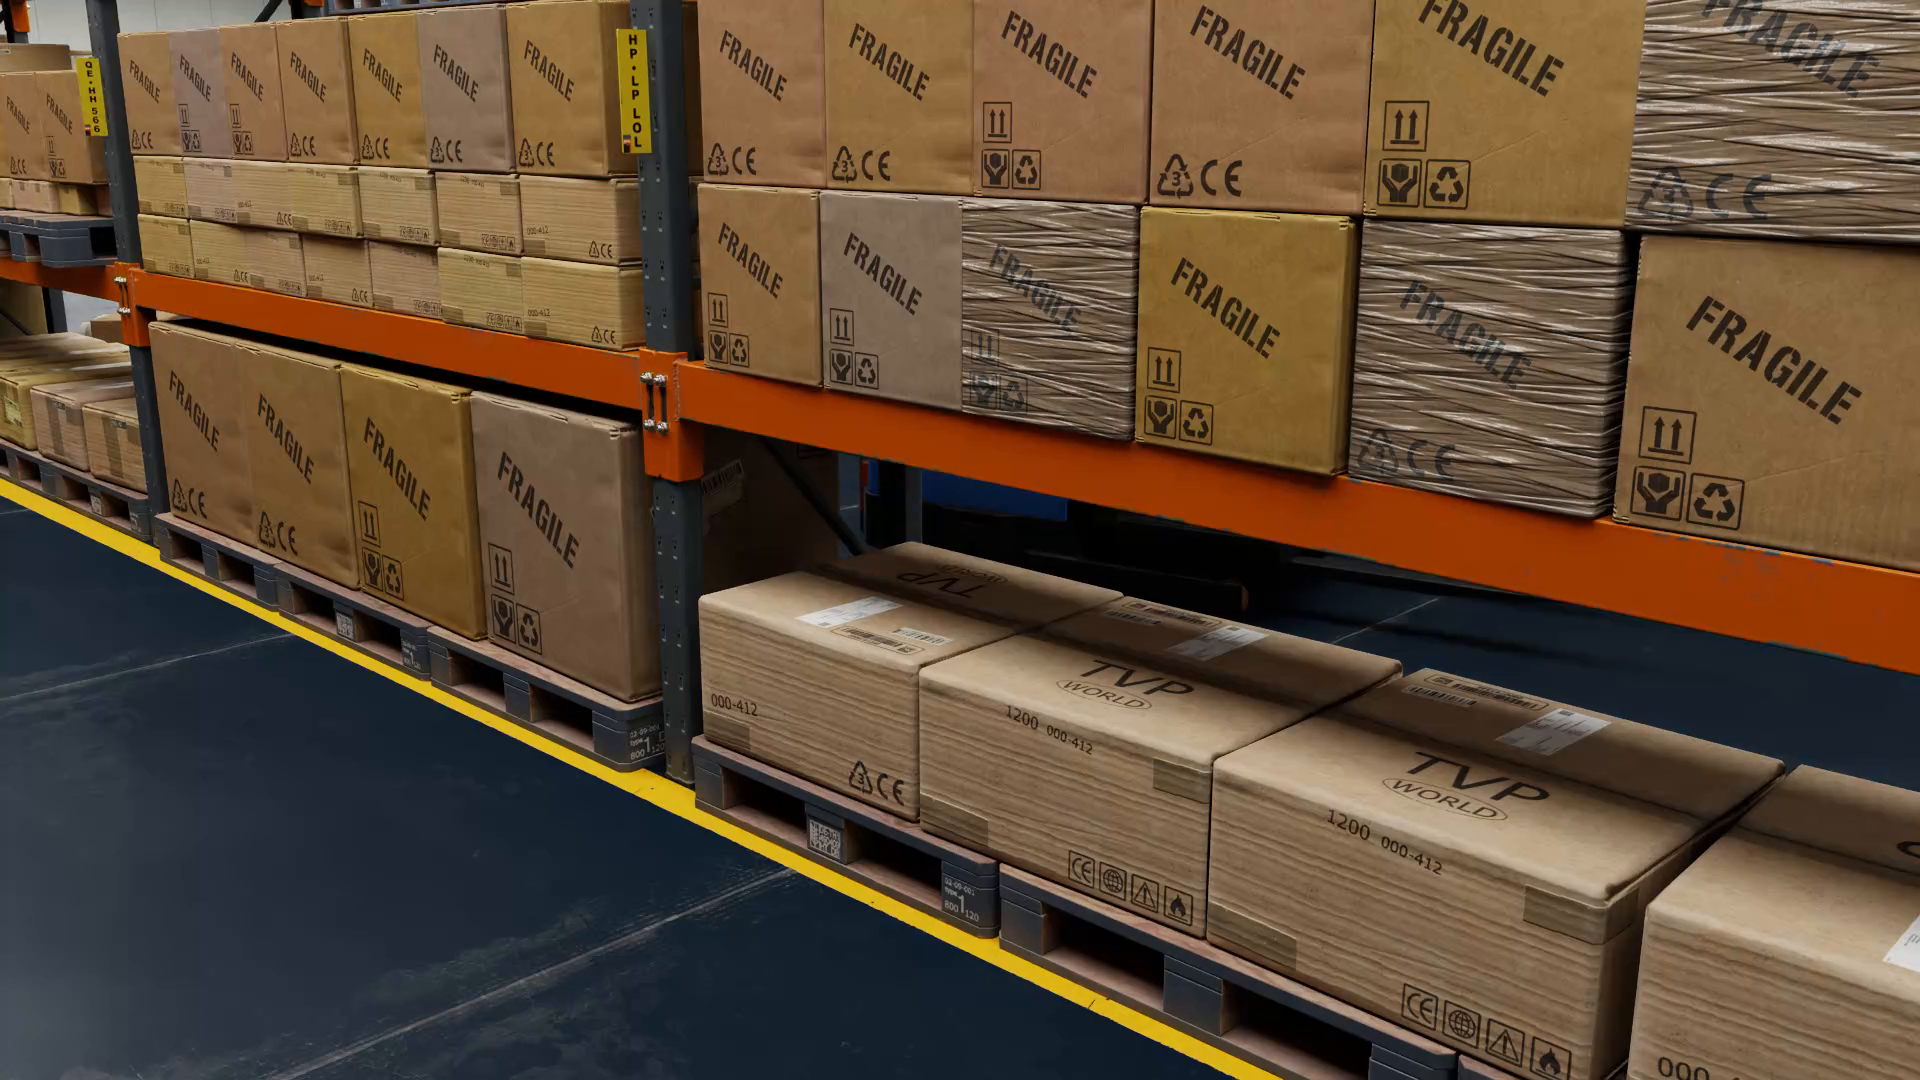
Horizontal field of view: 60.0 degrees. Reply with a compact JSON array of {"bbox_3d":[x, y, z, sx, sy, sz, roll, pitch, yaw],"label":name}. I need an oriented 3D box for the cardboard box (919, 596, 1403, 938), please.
[{"bbox_3d":[0.508,0.523,4.224,0.875,0.438,0.875,13,19,41],"label":"cardboard box"}]

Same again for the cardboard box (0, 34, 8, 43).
[{"bbox_3d":[-6.440,-2.992,10.695,0.500,0.500,0.700,13,20,42],"label":"cardboard box"}]

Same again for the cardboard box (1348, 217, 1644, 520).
[{"bbox_3d":[1.106,-0.363,3.178,0.500,0.500,0.500,-14,20,-43],"label":"cardboard box"}]

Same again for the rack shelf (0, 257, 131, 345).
[{"bbox_3d":[-4.834,-1.501,9.172,4.000,0.370,1.077,14,20,42],"label":"rack shelf"}]

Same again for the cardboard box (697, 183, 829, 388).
[{"bbox_3d":[-0.359,-0.718,4.541,0.500,0.500,0.500,-14,20,-42],"label":"cardboard box"}]

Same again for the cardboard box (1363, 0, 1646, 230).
[{"bbox_3d":[1.102,-0.846,3.049,0.500,0.500,0.500,14,20,42],"label":"cardboard box"}]

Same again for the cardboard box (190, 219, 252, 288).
[{"bbox_3d":[-2.835,-1.209,6.920,0.500,0.250,0.500,13,19,41],"label":"cardboard box"}]

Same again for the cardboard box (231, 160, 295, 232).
[{"bbox_3d":[-2.479,-1.355,6.490,0.500,0.250,0.500,14,20,42],"label":"cardboard box"}]

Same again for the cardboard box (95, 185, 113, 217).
[{"bbox_3d":[-3.794,-1.596,7.773,0.380,0.149,0.250,-14,20,-42],"label":"cardboard box"}]

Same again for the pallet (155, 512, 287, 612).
[{"bbox_3d":[-2.879,0.002,7.507,1.213,0.211,1.003,14,20,42],"label":"pallet"}]

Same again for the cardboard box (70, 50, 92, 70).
[{"bbox_3d":[-5.066,-2.707,9.465,0.250,0.149,0.380,13,19,40],"label":"cardboard box"}]

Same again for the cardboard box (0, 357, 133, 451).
[{"bbox_3d":[-4.873,-0.793,9.406,0.950,0.372,0.625,-14,20,-42],"label":"cardboard box"}]

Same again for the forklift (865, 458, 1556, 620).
[{"bbox_3d":[1.097,-1.248,6.907,3.031,2.935,1.130,9,17,30],"label":"forklift"}]

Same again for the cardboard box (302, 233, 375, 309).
[{"bbox_3d":[-2.103,-1.030,6.235,0.500,0.250,0.500,14,20,42],"label":"cardboard box"}]

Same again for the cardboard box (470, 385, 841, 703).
[{"bbox_3d":[-1.017,-0.068,5.627,0.875,0.875,0.875,-14,20,-42],"label":"cardboard box"}]

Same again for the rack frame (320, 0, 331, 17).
[{"bbox_3d":[-5.790,-3.816,16.627,0.127,3.000,1.000,14,20,42],"label":"rack frame"}]

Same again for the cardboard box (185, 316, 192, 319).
[{"bbox_3d":[-6.132,-1.844,14.010,0.637,0.503,0.797,1,15,4],"label":"cardboard box"}]

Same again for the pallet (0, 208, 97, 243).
[{"bbox_3d":[-4.848,-1.746,9.063,1.213,0.211,1.003,14,20,42],"label":"pallet"}]

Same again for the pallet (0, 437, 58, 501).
[{"bbox_3d":[-4.830,-0.501,9.435,1.213,0.211,1.003,14,20,42],"label":"pallet"}]

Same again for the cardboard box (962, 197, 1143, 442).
[{"bbox_3d":[0.354,-0.541,3.861,0.500,0.500,0.500,14,20,43],"label":"cardboard box"}]

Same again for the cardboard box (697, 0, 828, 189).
[{"bbox_3d":[-0.340,-1.204,4.424,0.500,0.500,0.500,14,20,43],"label":"cardboard box"}]

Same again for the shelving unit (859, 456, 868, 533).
[{"bbox_3d":[-0.324,-0.548,7.952,0.252,1.050,0.215,9,17,30],"label":"shelving unit"}]

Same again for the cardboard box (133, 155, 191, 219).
[{"bbox_3d":[-3.201,-1.535,7.181,0.500,0.250,0.500,13,20,42],"label":"cardboard box"}]

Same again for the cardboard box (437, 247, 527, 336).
[{"bbox_3d":[-1.378,-0.849,5.539,0.500,0.250,0.500,13,20,41],"label":"cardboard box"}]

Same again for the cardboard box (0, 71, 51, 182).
[{"bbox_3d":[-4.294,-2.013,8.086,0.500,0.500,0.500,13,20,41],"label":"cardboard box"}]

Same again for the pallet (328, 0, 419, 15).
[{"bbox_3d":[-5.249,-5.096,15.769,1.213,0.211,1.003,14,20,42],"label":"pallet"}]

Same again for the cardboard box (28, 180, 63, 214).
[{"bbox_3d":[-4.249,-1.666,8.040,0.250,0.149,0.380,13,20,42],"label":"cardboard box"}]

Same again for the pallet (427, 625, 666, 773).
[{"bbox_3d":[-1.123,0.429,5.868,1.213,0.211,1.003,14,20,42],"label":"pallet"}]

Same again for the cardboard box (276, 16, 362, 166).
[{"bbox_3d":[-2.123,-1.634,6.071,0.500,0.500,0.500,14,20,43],"label":"cardboard box"}]

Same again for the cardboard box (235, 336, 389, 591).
[{"bbox_3d":[-2.316,-0.382,6.829,0.875,0.875,0.875,14,20,43],"label":"cardboard box"}]

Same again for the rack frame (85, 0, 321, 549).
[{"bbox_3d":[-3.394,-1.499,7.738,0.127,3.000,1.000,14,20,42],"label":"rack frame"}]

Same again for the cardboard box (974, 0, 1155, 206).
[{"bbox_3d":[0.380,-1.023,3.728,0.500,0.500,0.500,-14,20,-43],"label":"cardboard box"}]

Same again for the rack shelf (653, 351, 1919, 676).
[{"bbox_3d":[0.925,-0.101,3.798,4.000,0.370,1.077,14,20,42],"label":"rack shelf"}]

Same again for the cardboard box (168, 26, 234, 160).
[{"bbox_3d":[-2.845,-1.816,6.771,0.500,0.500,0.500,14,20,42],"label":"cardboard box"}]

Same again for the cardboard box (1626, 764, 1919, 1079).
[{"bbox_3d":[1.820,0.840,3.008,0.875,0.438,0.875,13,19,40],"label":"cardboard box"}]

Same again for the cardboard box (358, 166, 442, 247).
[{"bbox_3d":[-1.743,-1.177,5.808,0.500,0.250,0.500,-14,20,-43],"label":"cardboard box"}]

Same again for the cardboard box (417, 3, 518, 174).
[{"bbox_3d":[-1.388,-1.453,5.380,0.500,0.500,0.500,-14,20,-43],"label":"cardboard box"}]

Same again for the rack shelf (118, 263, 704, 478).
[{"bbox_3d":[-1.955,-0.801,6.485,4.000,0.370,1.077,14,20,42],"label":"rack shelf"}]

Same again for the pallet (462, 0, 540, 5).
[{"bbox_3d":[-3.492,-4.669,14.130,1.213,0.211,1.003,14,20,42],"label":"pallet"}]

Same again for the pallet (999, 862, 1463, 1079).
[{"bbox_3d":[0.861,0.911,4.018,1.213,0.211,1.003,14,20,42],"label":"pallet"}]

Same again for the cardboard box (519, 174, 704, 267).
[{"bbox_3d":[-1.001,-1.002,5.134,0.500,0.250,0.500,14,20,42],"label":"cardboard box"}]

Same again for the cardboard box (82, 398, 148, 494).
[{"bbox_3d":[-3.794,-0.532,8.403,0.625,0.372,0.950,12,19,39],"label":"cardboard box"}]

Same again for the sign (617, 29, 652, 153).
[{"bbox_3d":[-0.884,-1.221,4.531,0.005,0.325,0.100,14,20,42],"label":"sign"}]

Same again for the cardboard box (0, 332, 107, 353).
[{"bbox_3d":[-5.894,-1.040,10.352,0.625,0.372,0.950,14,20,43],"label":"cardboard box"}]

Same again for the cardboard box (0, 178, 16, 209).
[{"bbox_3d":[-4.633,-1.757,8.390,0.250,0.149,0.380,14,20,43],"label":"cardboard box"}]

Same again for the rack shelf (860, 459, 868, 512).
[{"bbox_3d":[-0.324,-0.269,8.025,0.240,0.259,0.215,9,17,30],"label":"rack shelf"}]
